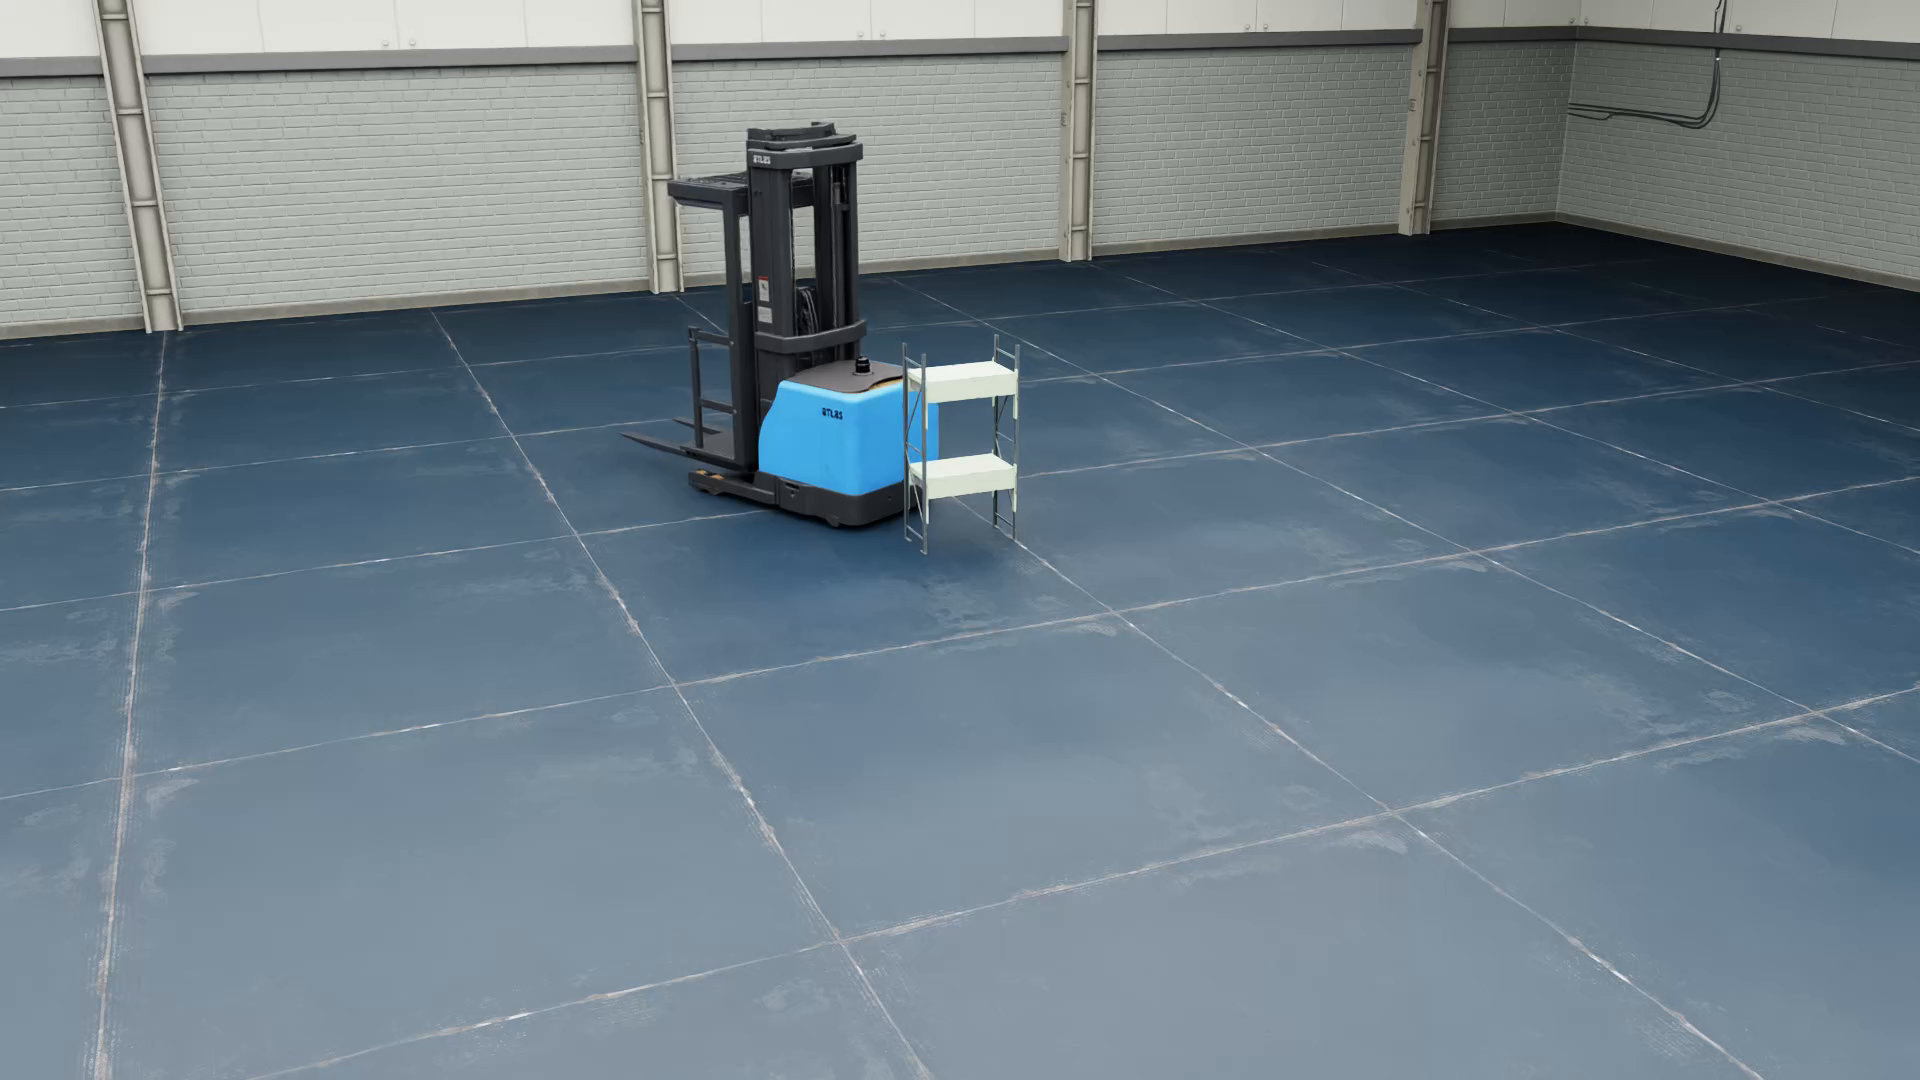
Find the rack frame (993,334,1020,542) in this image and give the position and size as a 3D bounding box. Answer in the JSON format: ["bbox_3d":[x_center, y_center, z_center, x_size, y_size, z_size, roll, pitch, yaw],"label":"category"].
[{"bbox_3d":[0.342,-0.756,12.412,0.023,1.500,0.400,-8,21,-22],"label":"rack frame"}]

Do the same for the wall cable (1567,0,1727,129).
[{"bbox_3d":[10.399,-7.616,25.277,0.112,2.526,3.097,-8,21,-22],"label":"wall cable"}]

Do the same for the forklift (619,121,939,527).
[{"bbox_3d":[-1.603,-1.865,13.406,3.031,2.935,1.130,16,25,38],"label":"forklift"}]

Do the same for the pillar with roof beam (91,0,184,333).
[{"bbox_3d":[-7.652,-5.415,14.352,0.400,9.000,9.100,-8,21,-22],"label":"pillar with roof beam"}]

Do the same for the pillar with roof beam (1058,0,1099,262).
[{"bbox_3d":[3.367,-6.994,18.835,0.400,9.000,9.100,-8,21,-22],"label":"pillar with roof beam"}]

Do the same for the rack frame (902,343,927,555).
[{"bbox_3d":[-0.330,-0.660,12.139,0.023,1.500,0.400,-8,21,-22],"label":"rack frame"}]

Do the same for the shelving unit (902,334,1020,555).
[{"bbox_3d":[0.006,-0.708,12.275,0.755,1.500,0.431,-8,21,-22],"label":"shelving unit"}]

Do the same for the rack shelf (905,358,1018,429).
[{"bbox_3d":[0.006,-1.076,12.146,0.720,0.370,0.431,-8,21,-22],"label":"rack shelf"}]

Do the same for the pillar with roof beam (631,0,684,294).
[{"bbox_3d":[-2.143,-6.204,16.594,0.400,9.000,9.100,-8,21,-22],"label":"pillar with roof beam"}]

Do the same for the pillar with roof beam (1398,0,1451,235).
[{"bbox_3d":[8.876,-7.783,21.077,0.400,9.000,9.100,-8,21,-22],"label":"pillar with roof beam"}]

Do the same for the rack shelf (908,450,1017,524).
[{"bbox_3d":[0.006,-0.401,12.384,0.720,0.370,0.431,-8,21,-22],"label":"rack shelf"}]
